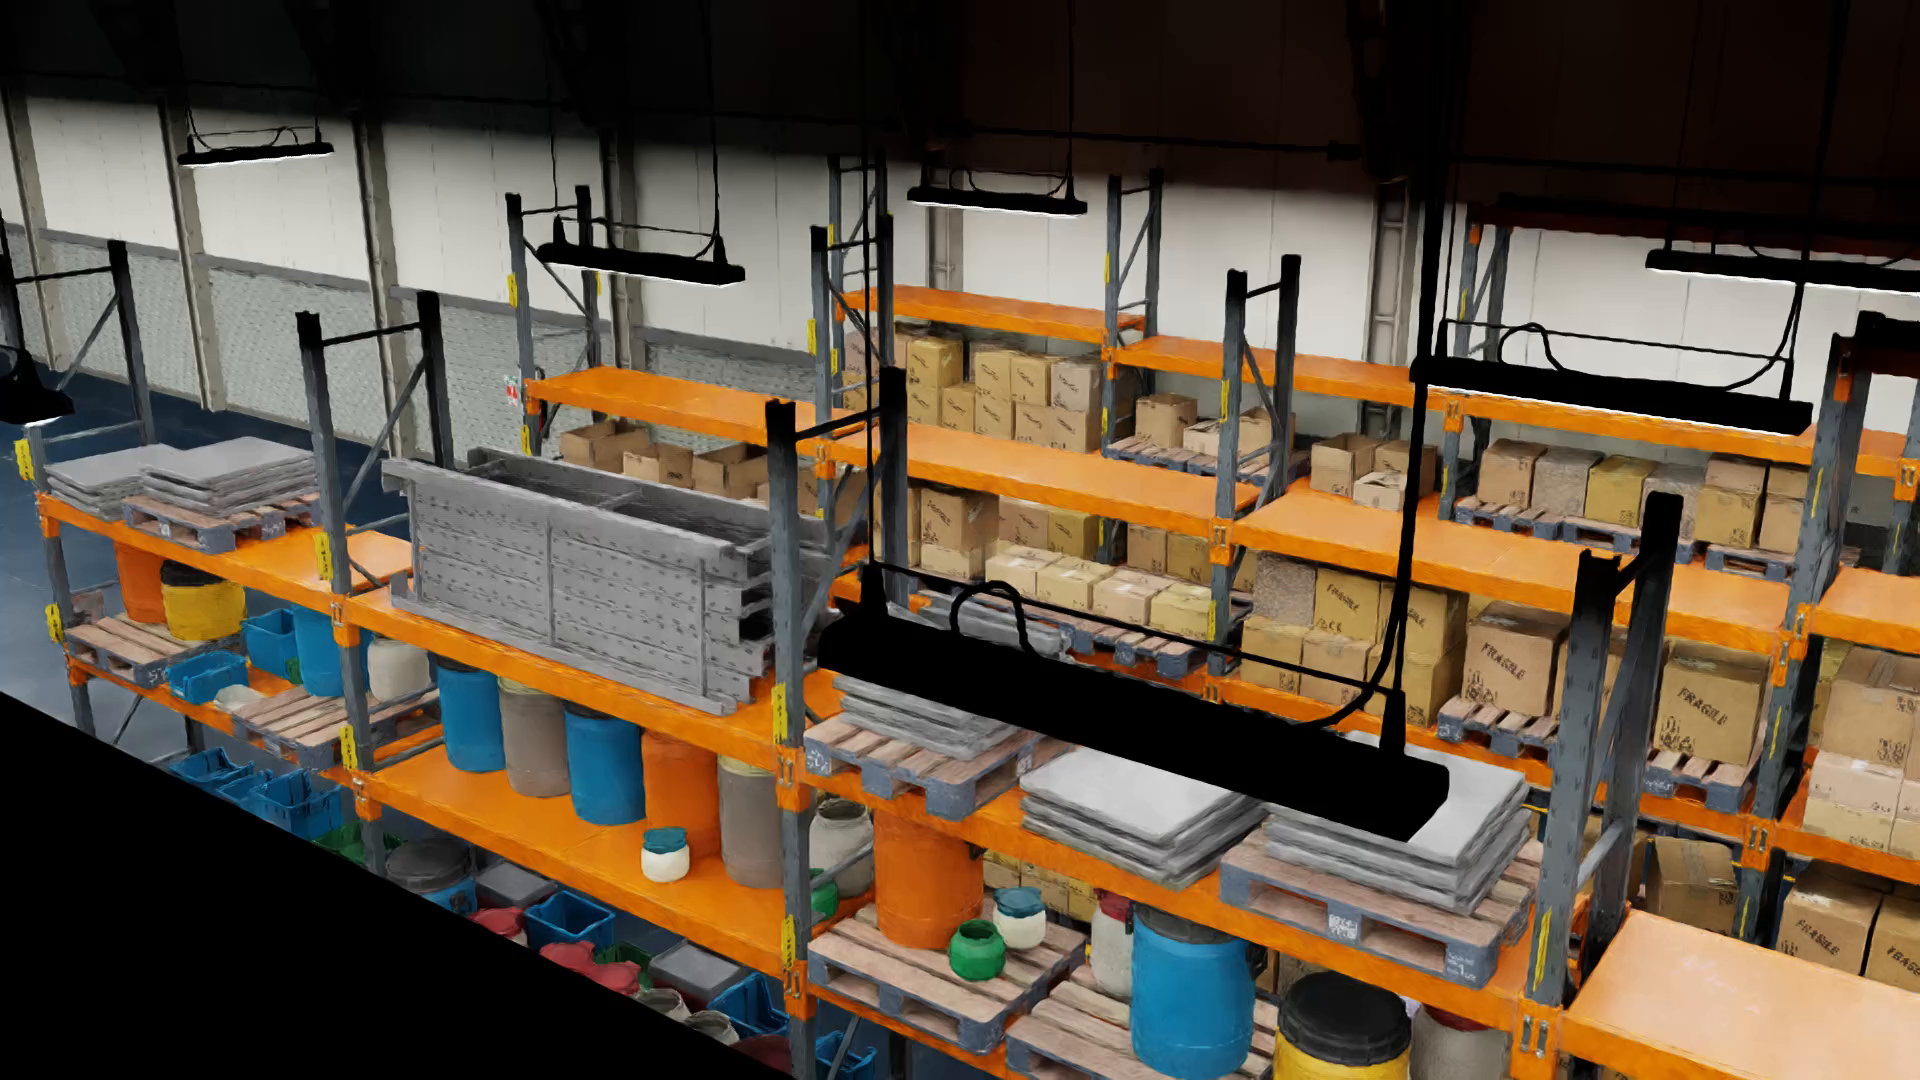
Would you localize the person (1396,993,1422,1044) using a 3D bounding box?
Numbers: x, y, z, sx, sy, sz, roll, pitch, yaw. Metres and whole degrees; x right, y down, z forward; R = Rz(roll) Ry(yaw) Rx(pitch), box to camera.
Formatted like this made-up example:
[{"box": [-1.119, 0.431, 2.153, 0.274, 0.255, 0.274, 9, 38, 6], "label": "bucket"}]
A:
[{"box": [3.126, 3.655, 11.680, 1.093, 1.567, 0.478, 12, 22, 32], "label": "person"}]
